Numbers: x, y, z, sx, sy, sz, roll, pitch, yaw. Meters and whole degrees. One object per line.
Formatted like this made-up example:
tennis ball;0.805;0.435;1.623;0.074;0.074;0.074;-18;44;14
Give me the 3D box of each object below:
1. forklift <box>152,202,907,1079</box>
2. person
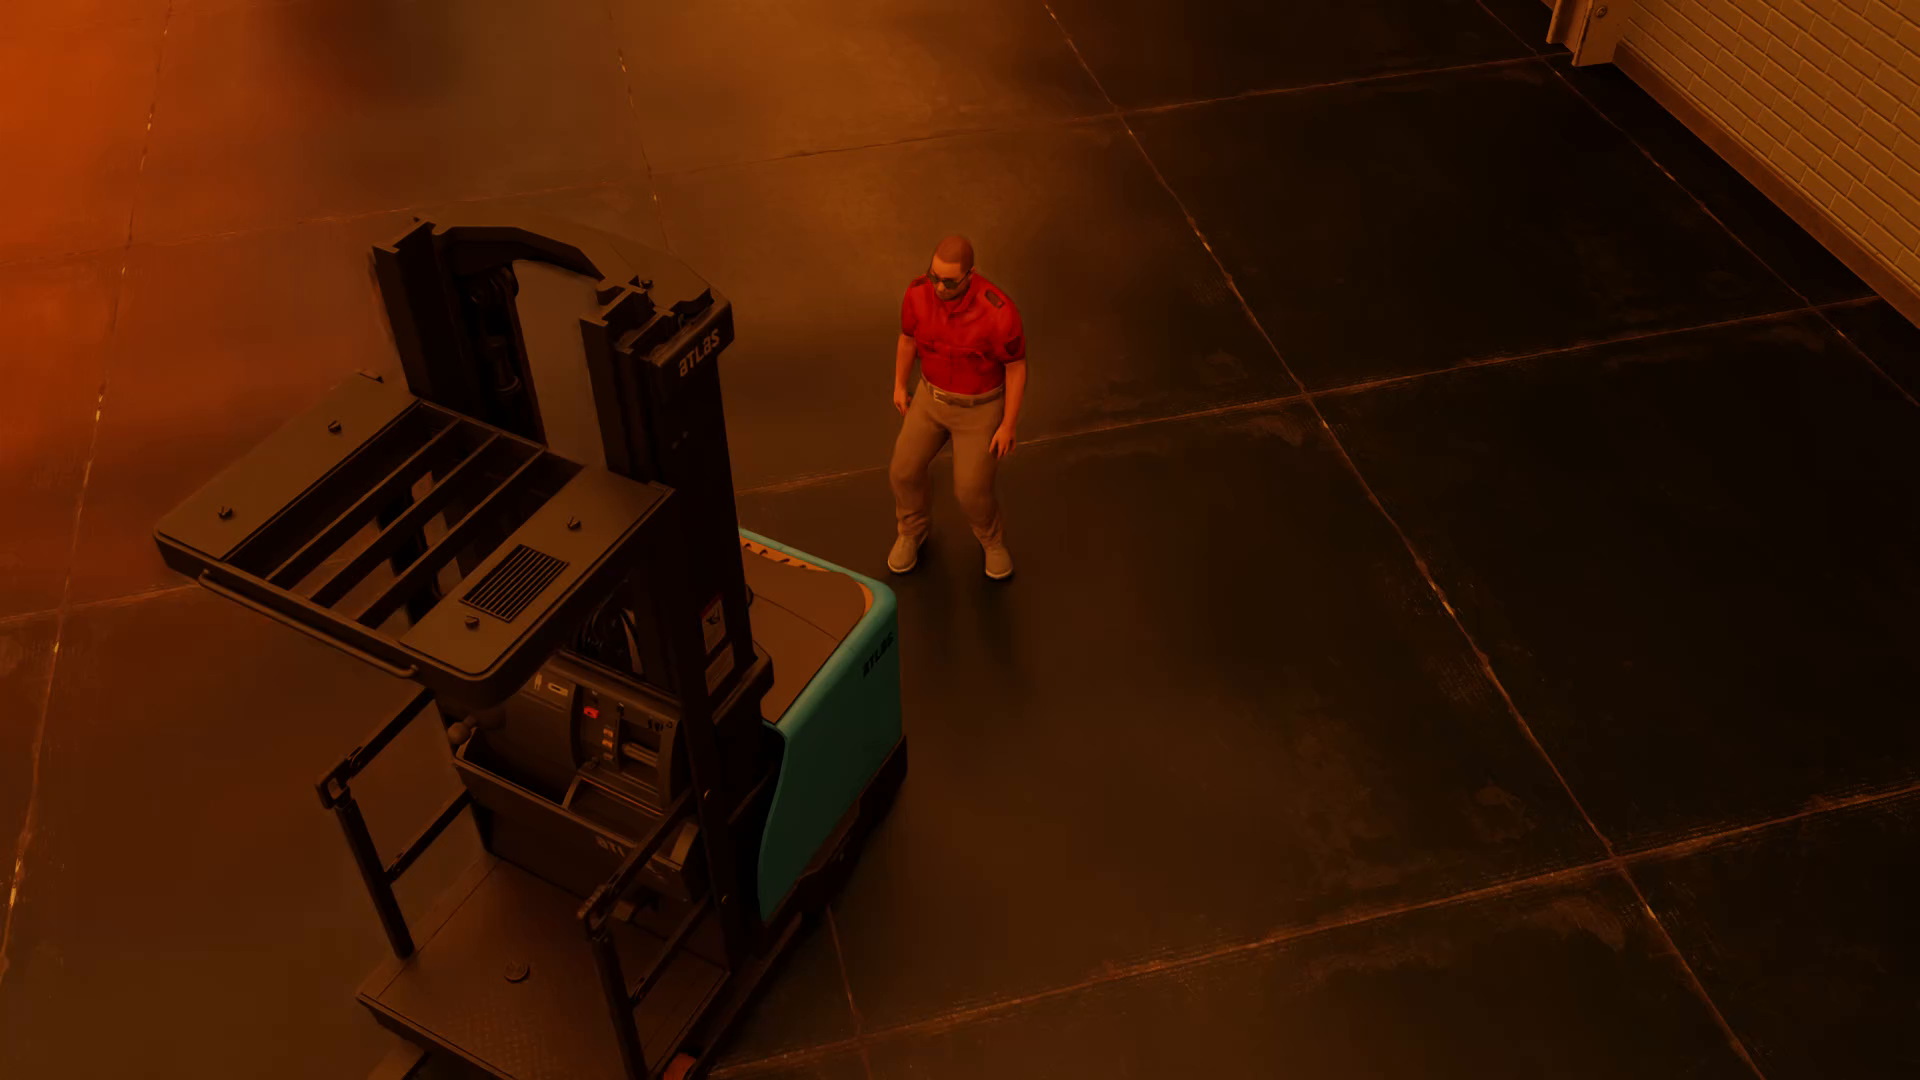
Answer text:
forklift;-1.356;0.623;4.986;1.130;2.935;3.031;20;47;20
person;-0.043;-0.544;7.114;0.630;1.710;0.487;23;48;22
